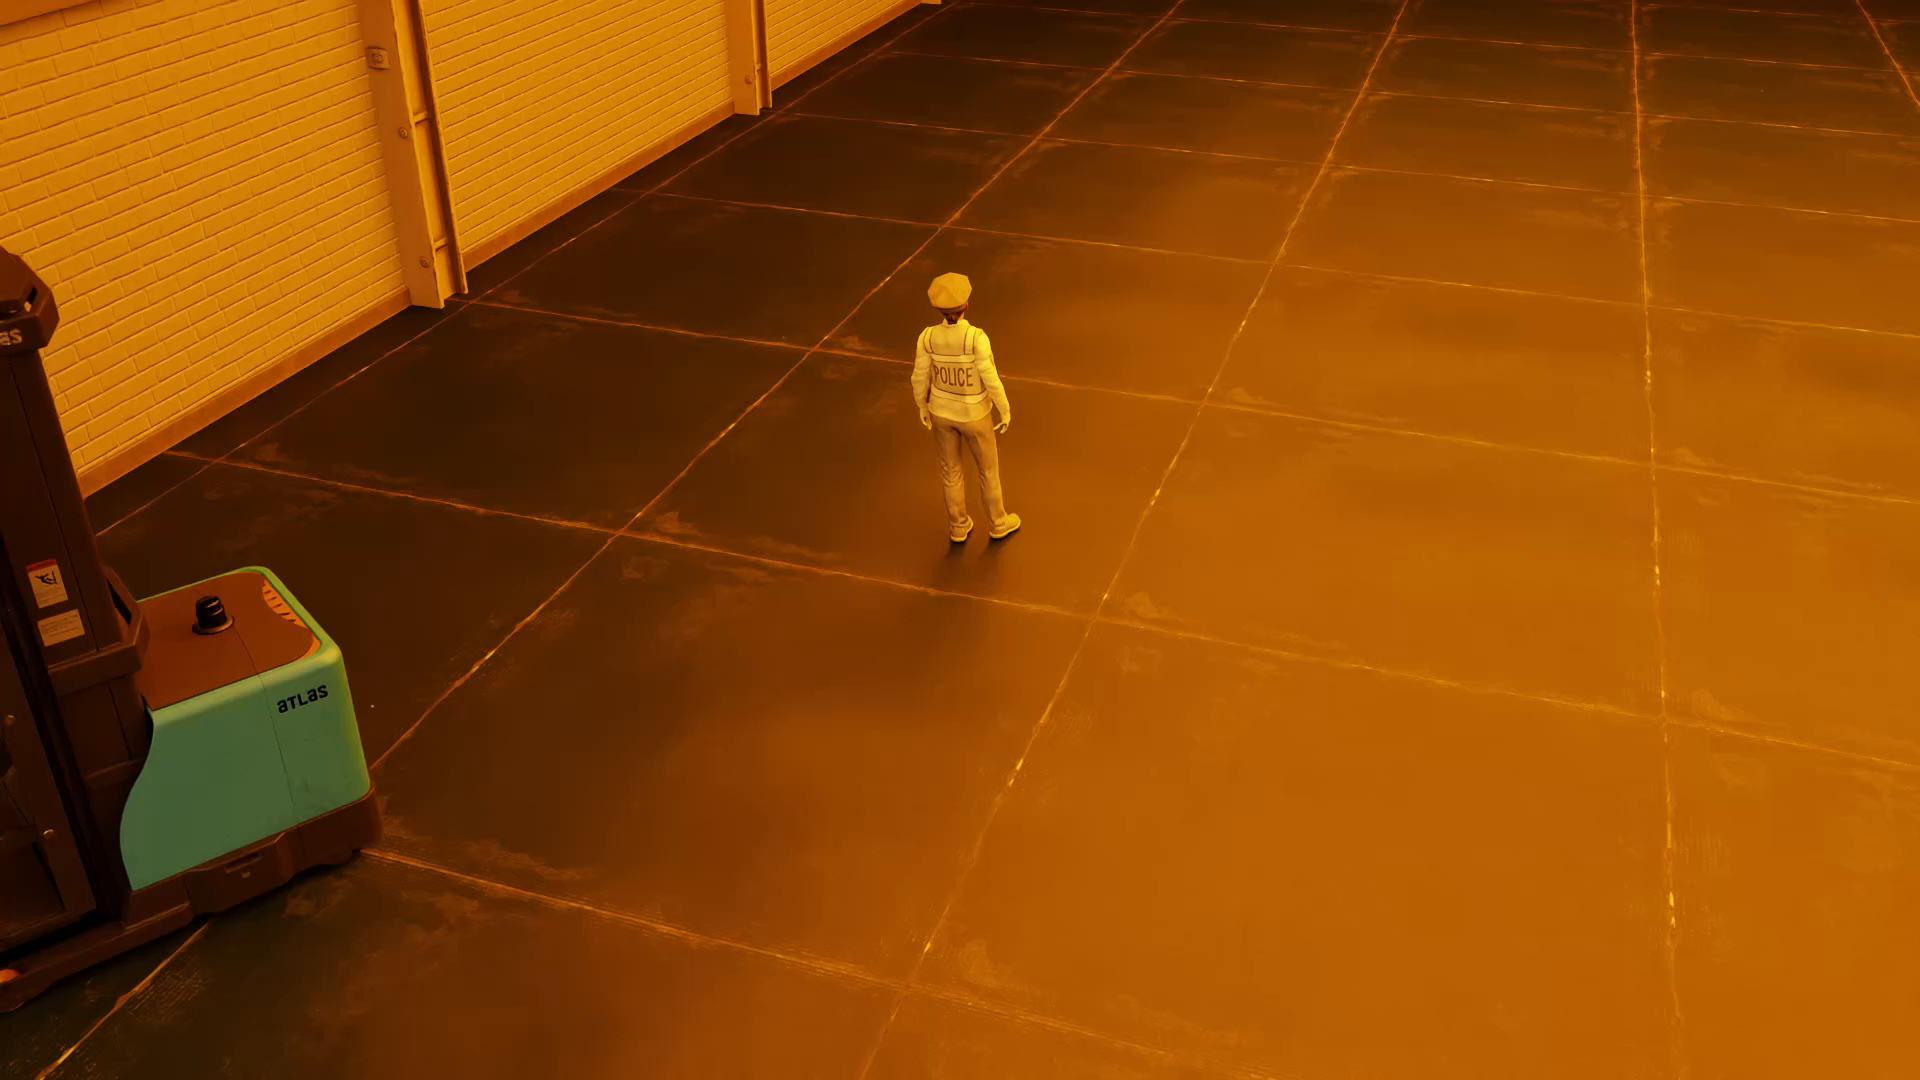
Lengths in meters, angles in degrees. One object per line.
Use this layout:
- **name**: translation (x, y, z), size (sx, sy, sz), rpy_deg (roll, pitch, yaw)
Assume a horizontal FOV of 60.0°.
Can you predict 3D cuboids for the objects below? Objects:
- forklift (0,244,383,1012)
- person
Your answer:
- **forklift**: translation (-4.108, 0.402, 6.431), size (3.031, 2.935, 1.130), rpy_deg (-22, 36, -33)
- **person**: translation (0.029, -0.774, 9.728), size (0.586, 1.694, 0.530), rpy_deg (10, 31, 16)
